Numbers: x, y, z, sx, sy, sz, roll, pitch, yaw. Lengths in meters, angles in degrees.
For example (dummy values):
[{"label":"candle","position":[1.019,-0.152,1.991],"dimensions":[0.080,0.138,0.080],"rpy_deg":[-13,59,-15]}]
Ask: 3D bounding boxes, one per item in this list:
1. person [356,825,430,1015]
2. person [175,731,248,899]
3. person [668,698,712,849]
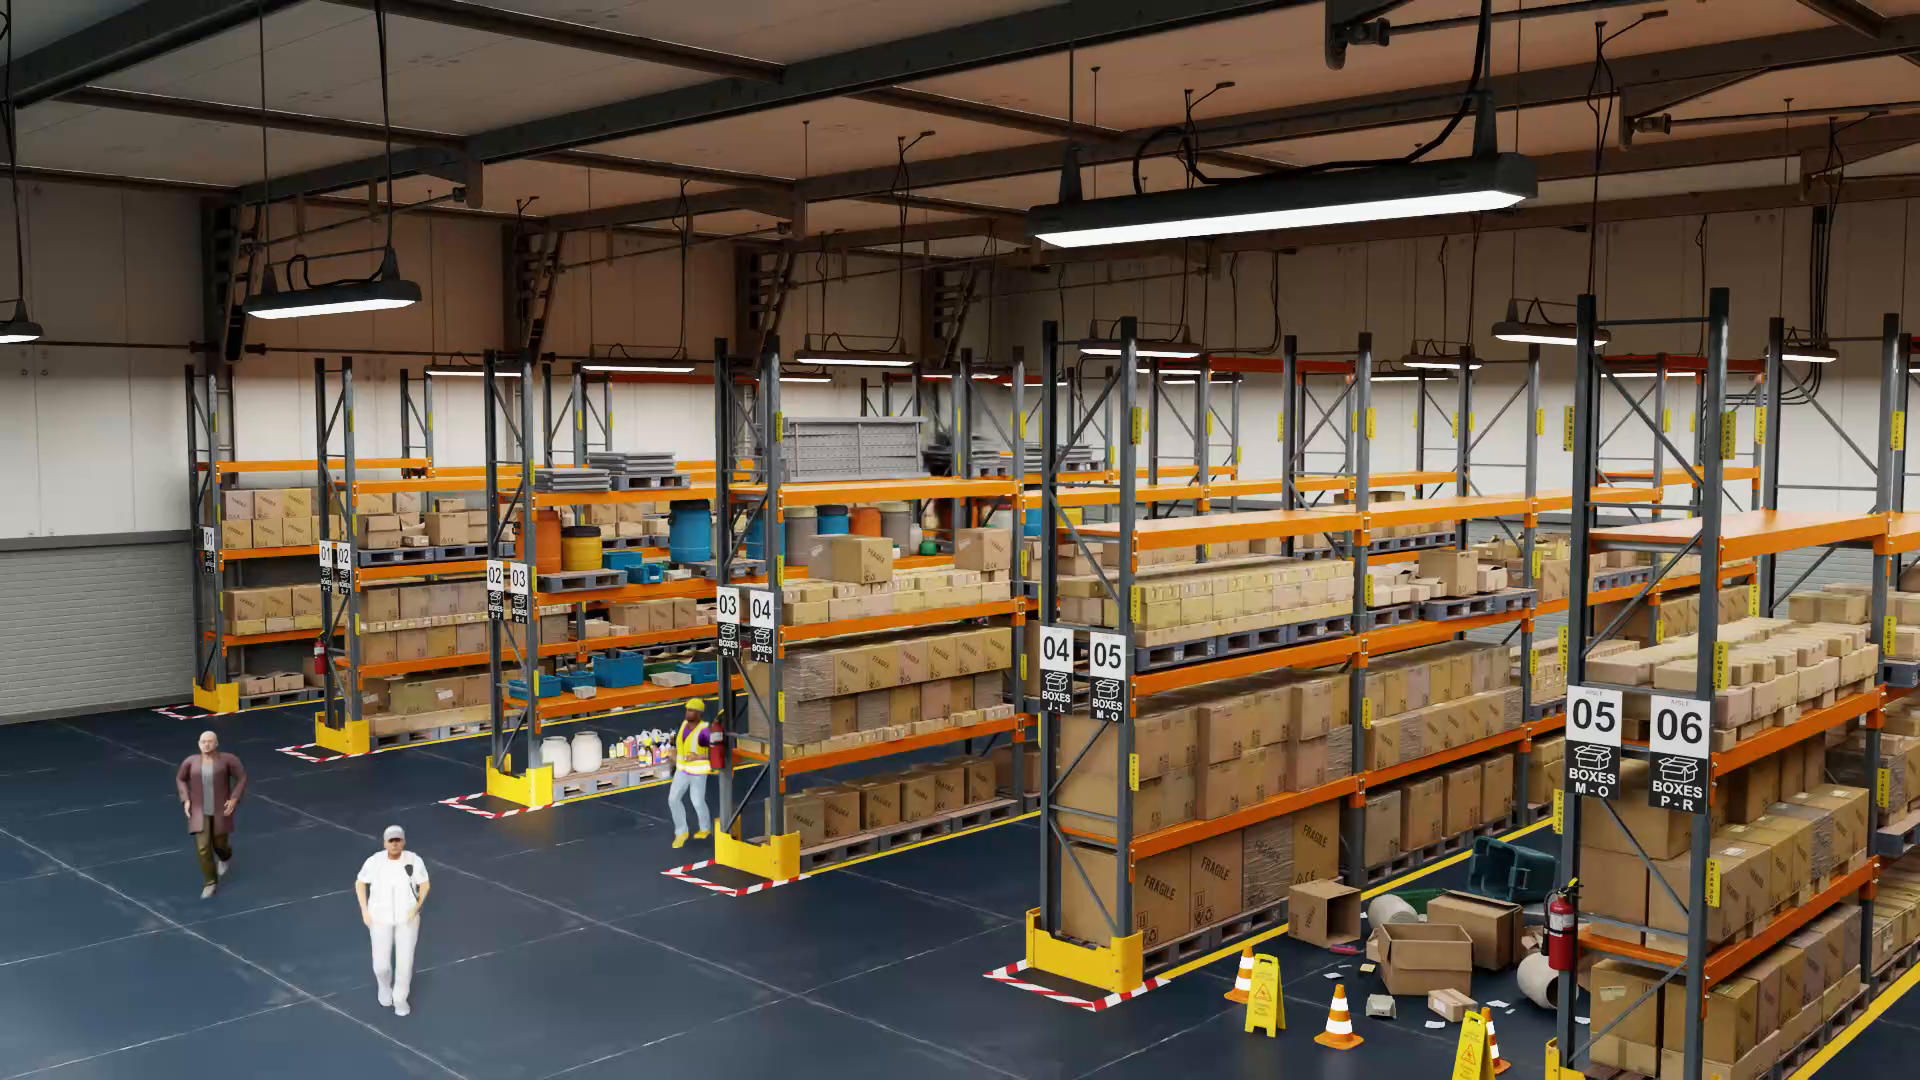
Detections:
[{"label":"person","position":[-4.867,3.261,14.289],"dimensions":[0.610,1.632,0.499],"rpy_deg":[-1,5,-18]},{"label":"person","position":[-8.097,3.026,18.012],"dimensions":[0.731,1.552,0.817],"rpy_deg":[-1,5,-17]},{"label":"person","position":[-3.146,2.786,19.801],"dimensions":[0.723,1.833,0.649],"rpy_deg":[3,5,33]}]
